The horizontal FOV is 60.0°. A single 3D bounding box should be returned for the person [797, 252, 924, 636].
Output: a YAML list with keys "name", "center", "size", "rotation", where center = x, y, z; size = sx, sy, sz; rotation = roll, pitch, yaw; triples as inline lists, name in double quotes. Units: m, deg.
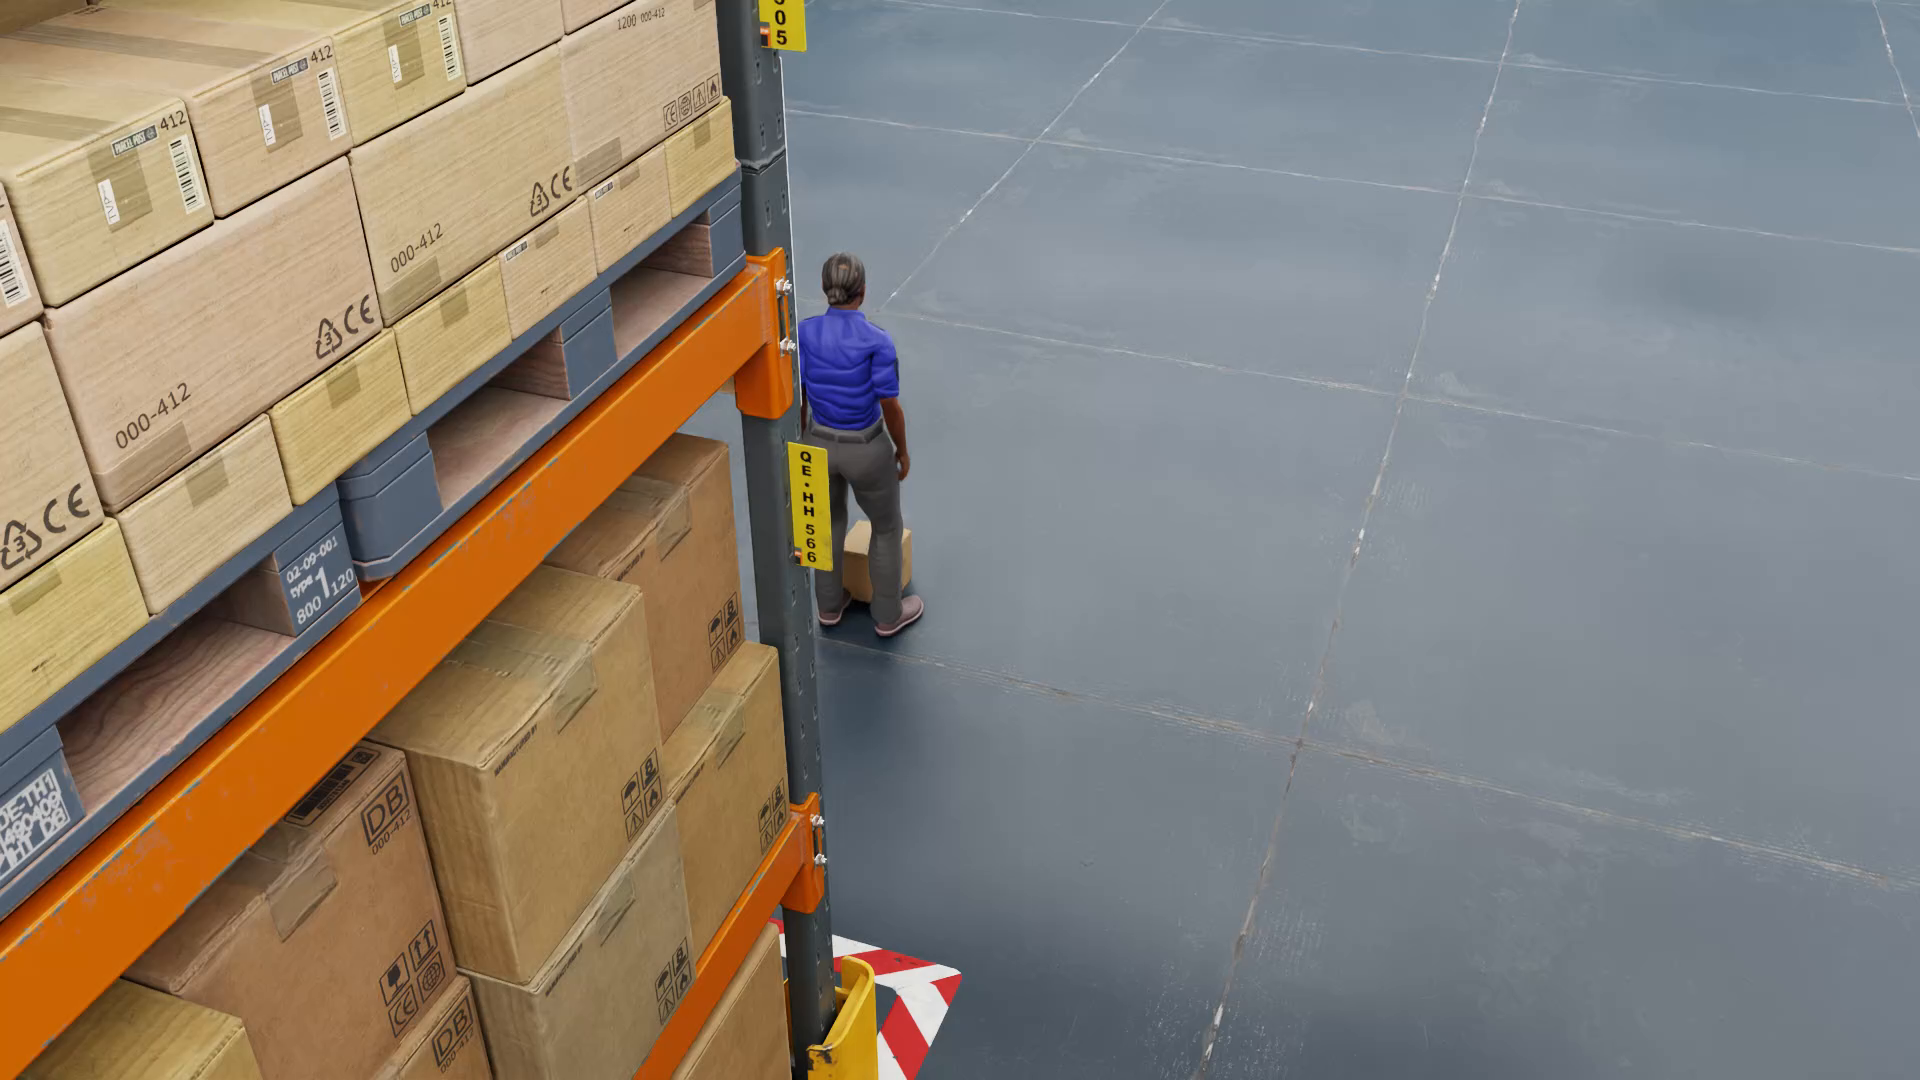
- name: "person"
  center: [-0.432, -0.361, 6.690]
  size: [0.506, 1.655, 0.347]
  rotation: [10, 35, 15]
